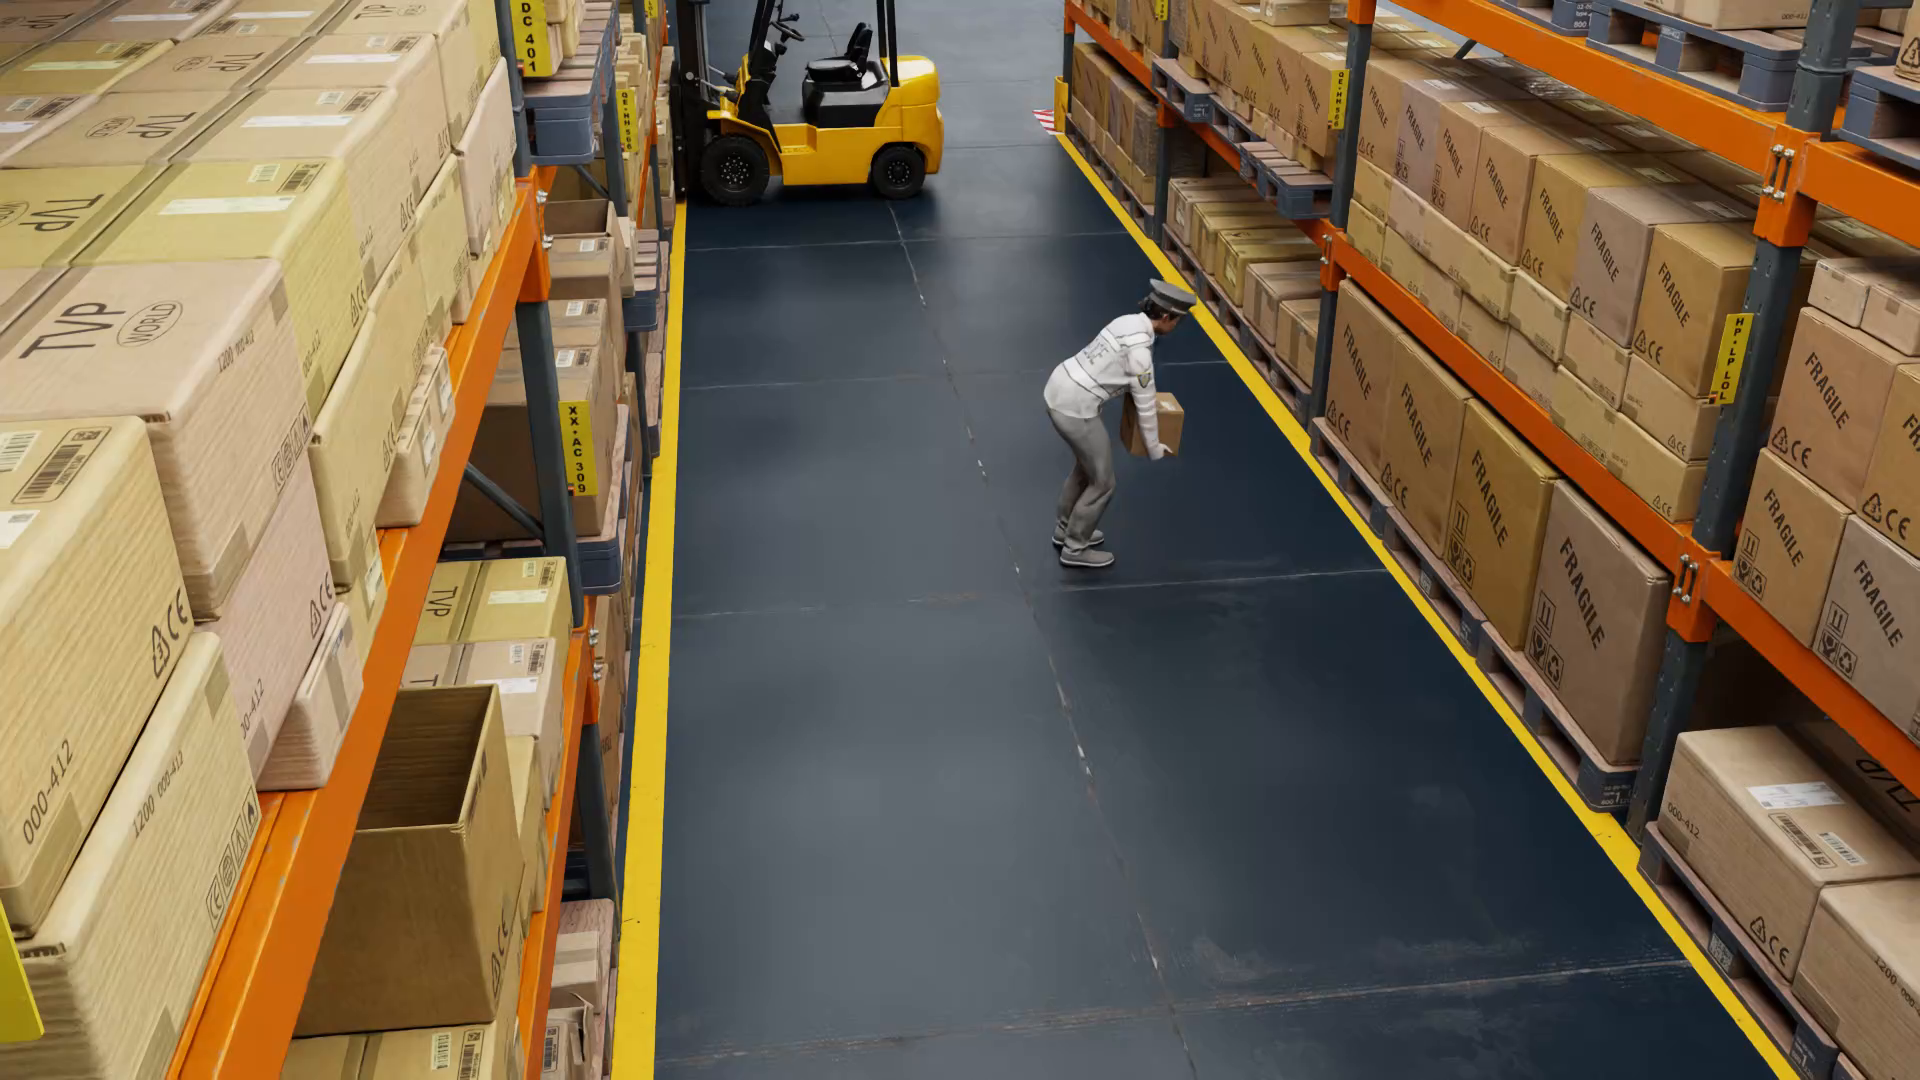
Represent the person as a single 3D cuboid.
[{"bbox_3d":[0.802,-0.597,8.489,0.756,1.474,0.414,-4,28,-8],"label":"person"}]
